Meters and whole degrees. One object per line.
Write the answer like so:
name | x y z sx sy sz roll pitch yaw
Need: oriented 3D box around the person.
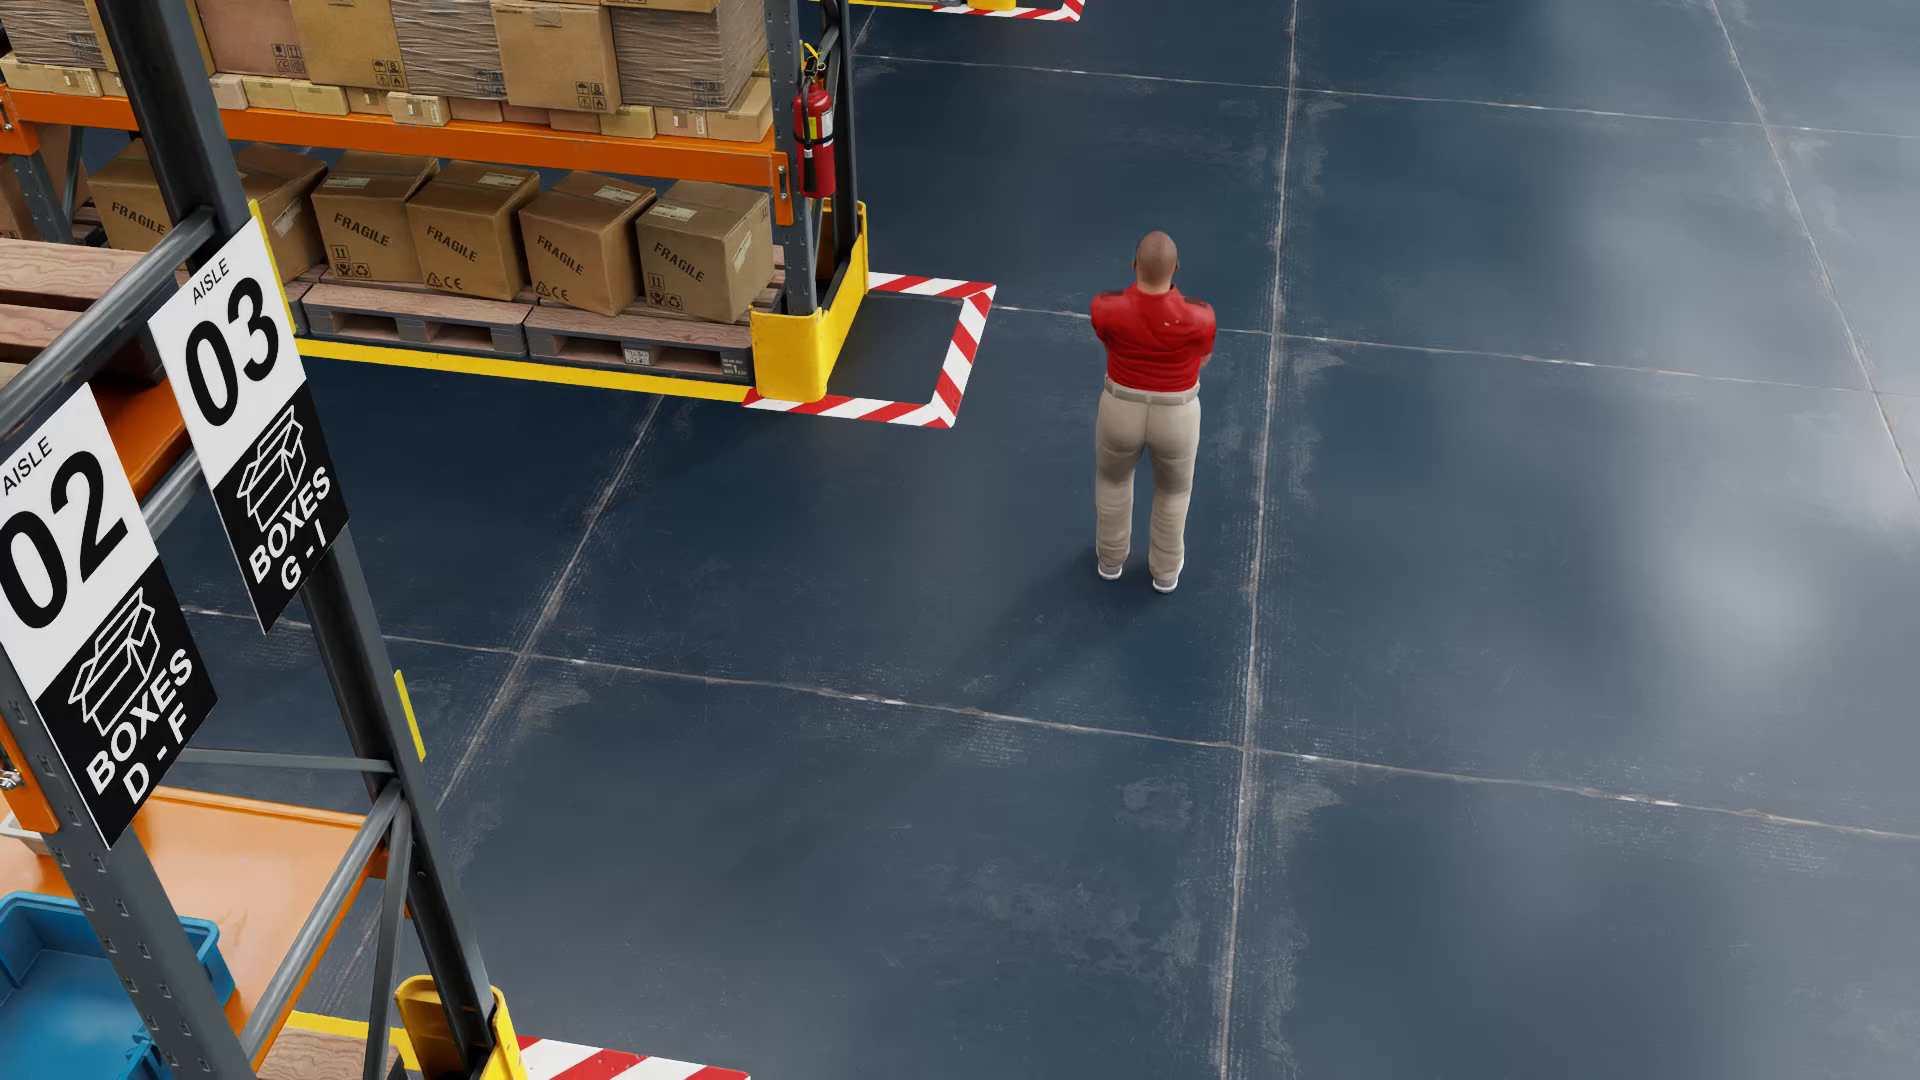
person | 0.773 -0.568 6.849 0.494 1.719 0.531 7 41 8
